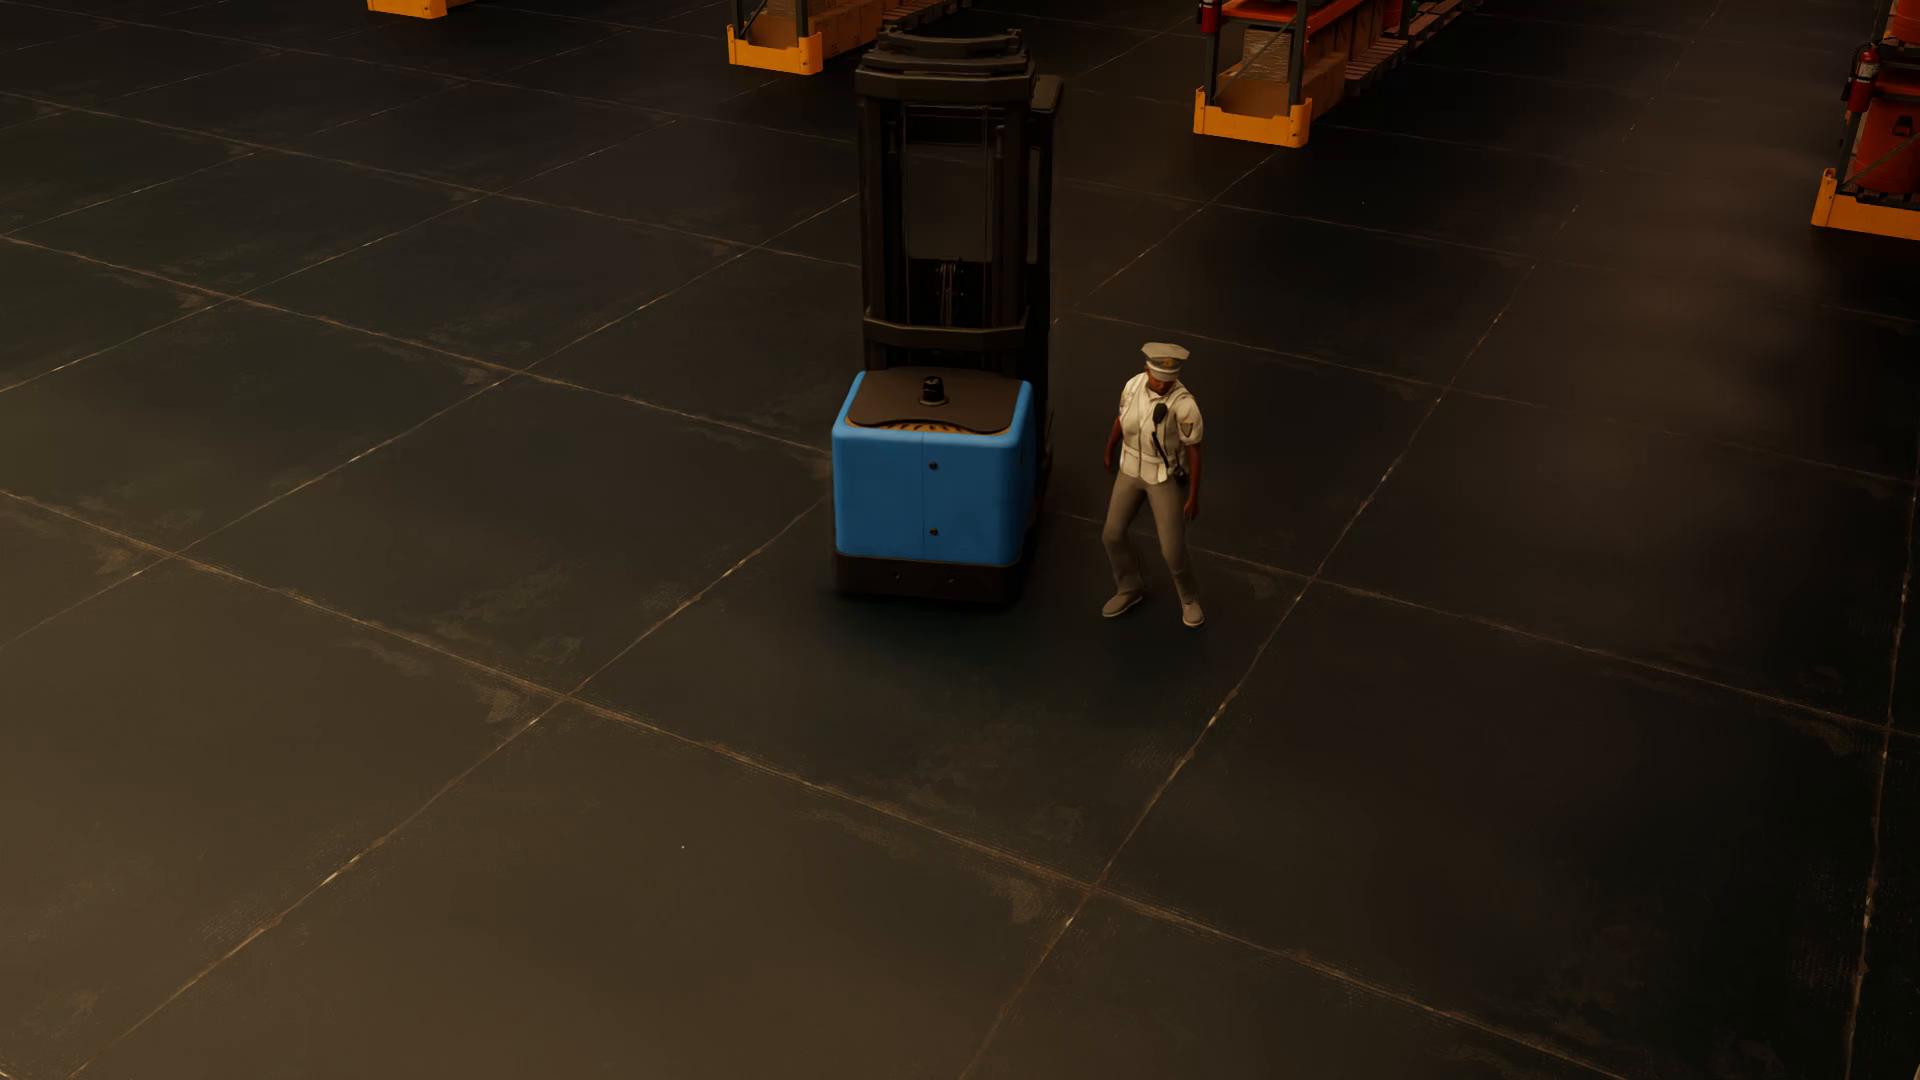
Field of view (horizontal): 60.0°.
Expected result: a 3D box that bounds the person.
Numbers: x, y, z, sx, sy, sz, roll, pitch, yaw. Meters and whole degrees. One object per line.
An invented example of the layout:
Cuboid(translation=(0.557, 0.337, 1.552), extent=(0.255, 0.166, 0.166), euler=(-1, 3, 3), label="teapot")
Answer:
Cuboid(translation=(1.019, -0.319, 8.958), extent=(0.748, 1.627, 0.461), euler=(23, 37, 34), label="person")

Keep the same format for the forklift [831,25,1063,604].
Cuboid(translation=(0.005, -1.632, 9.899), extent=(1.130, 2.935, 3.031), euler=(4, 30, 7), label="forklift")
